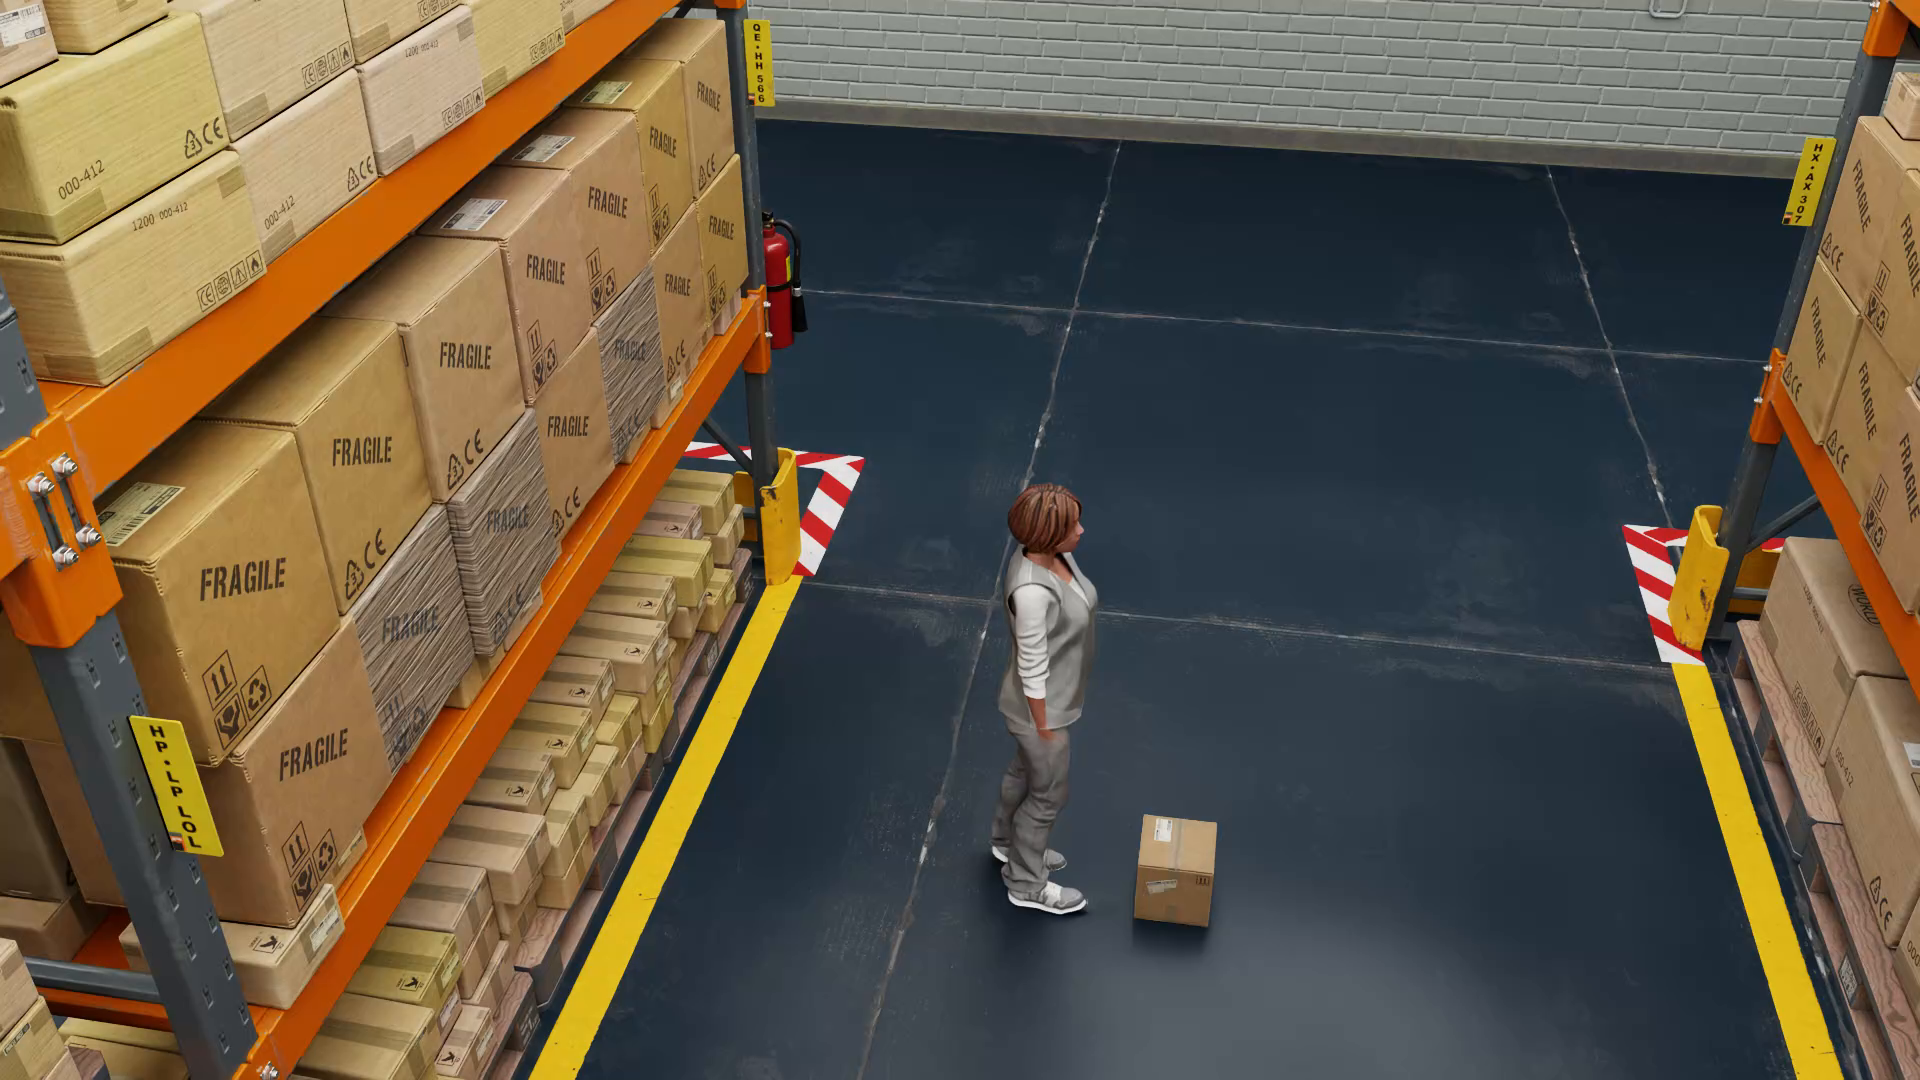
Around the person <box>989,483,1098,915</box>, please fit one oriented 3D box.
[{"bbox_3d":[0.269,0.521,5.363,0.369,1.624,0.409,6,33,9],"label":"person"}]
